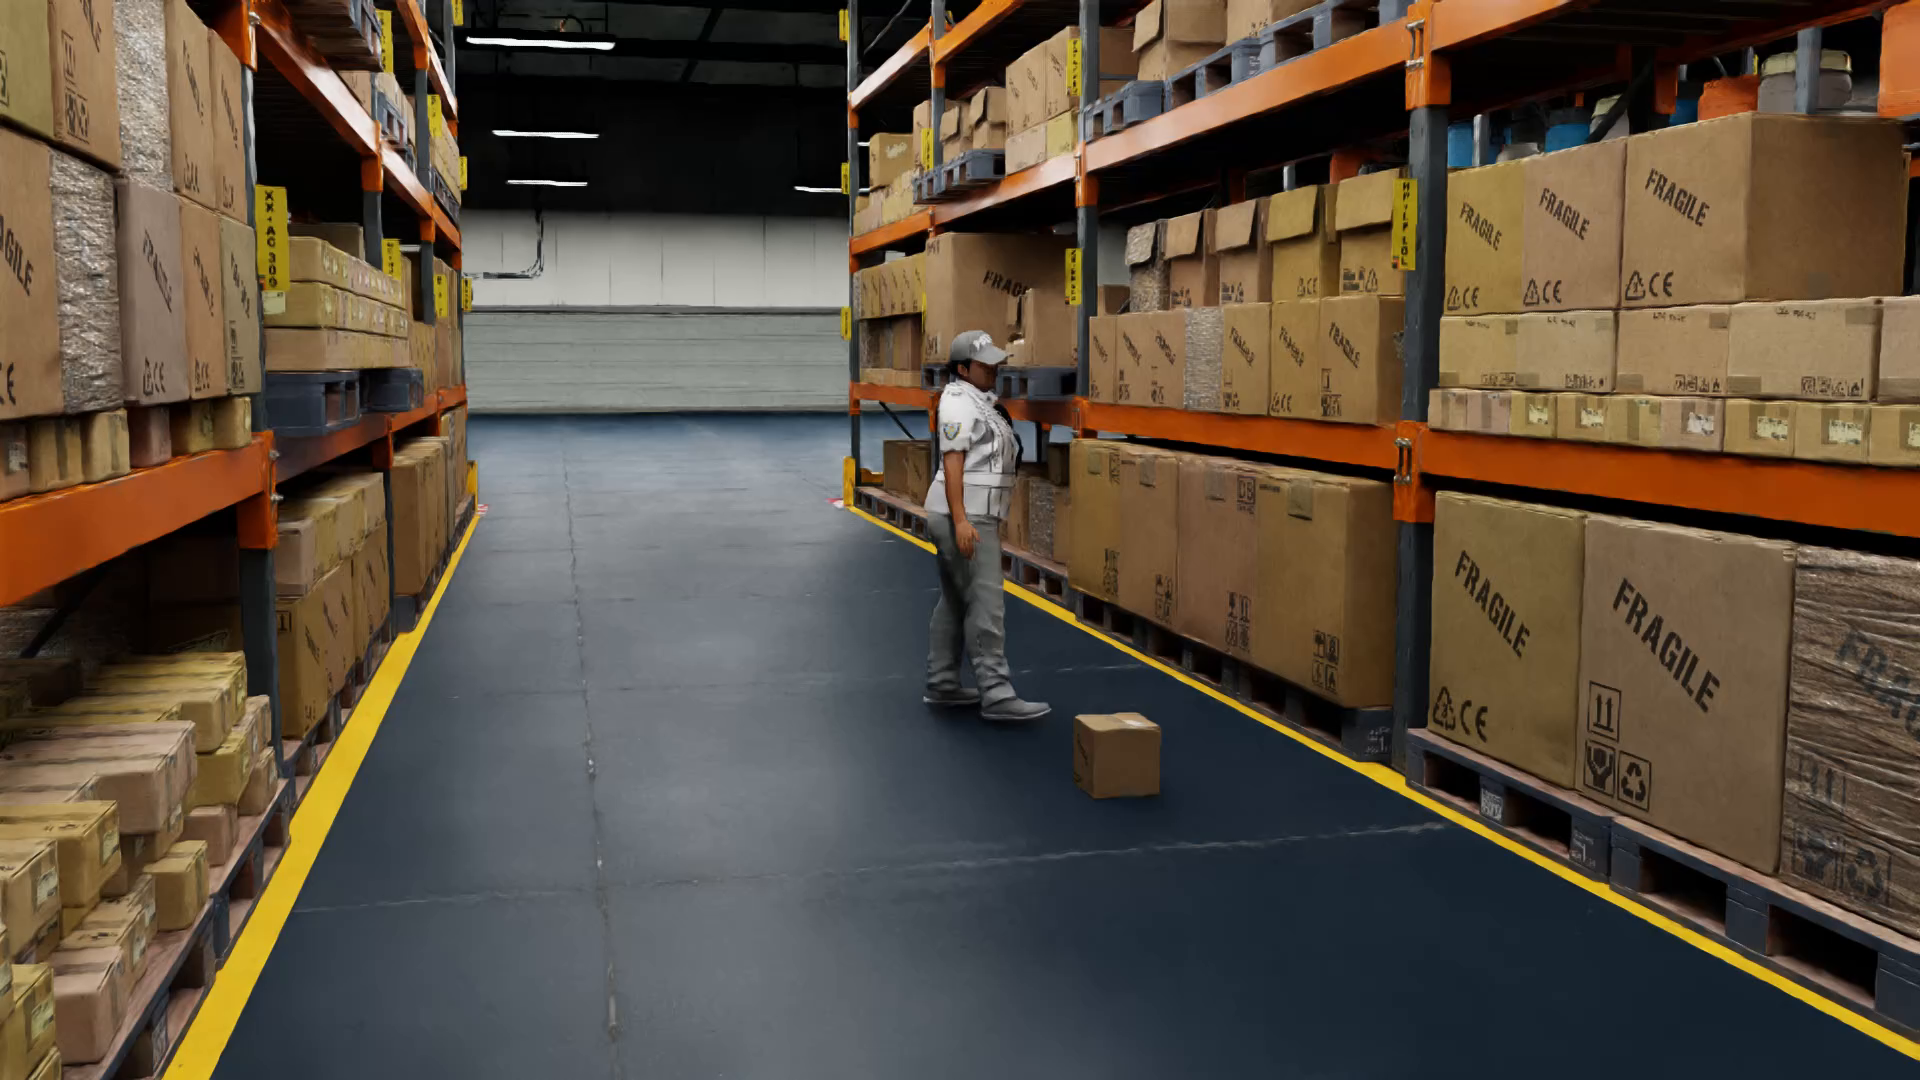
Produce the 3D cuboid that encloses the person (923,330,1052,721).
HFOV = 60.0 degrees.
[{"bbox_3d":[0.112,-0.067,7.127,0.589,1.658,0.662,1,6,8],"label":"person"}]
